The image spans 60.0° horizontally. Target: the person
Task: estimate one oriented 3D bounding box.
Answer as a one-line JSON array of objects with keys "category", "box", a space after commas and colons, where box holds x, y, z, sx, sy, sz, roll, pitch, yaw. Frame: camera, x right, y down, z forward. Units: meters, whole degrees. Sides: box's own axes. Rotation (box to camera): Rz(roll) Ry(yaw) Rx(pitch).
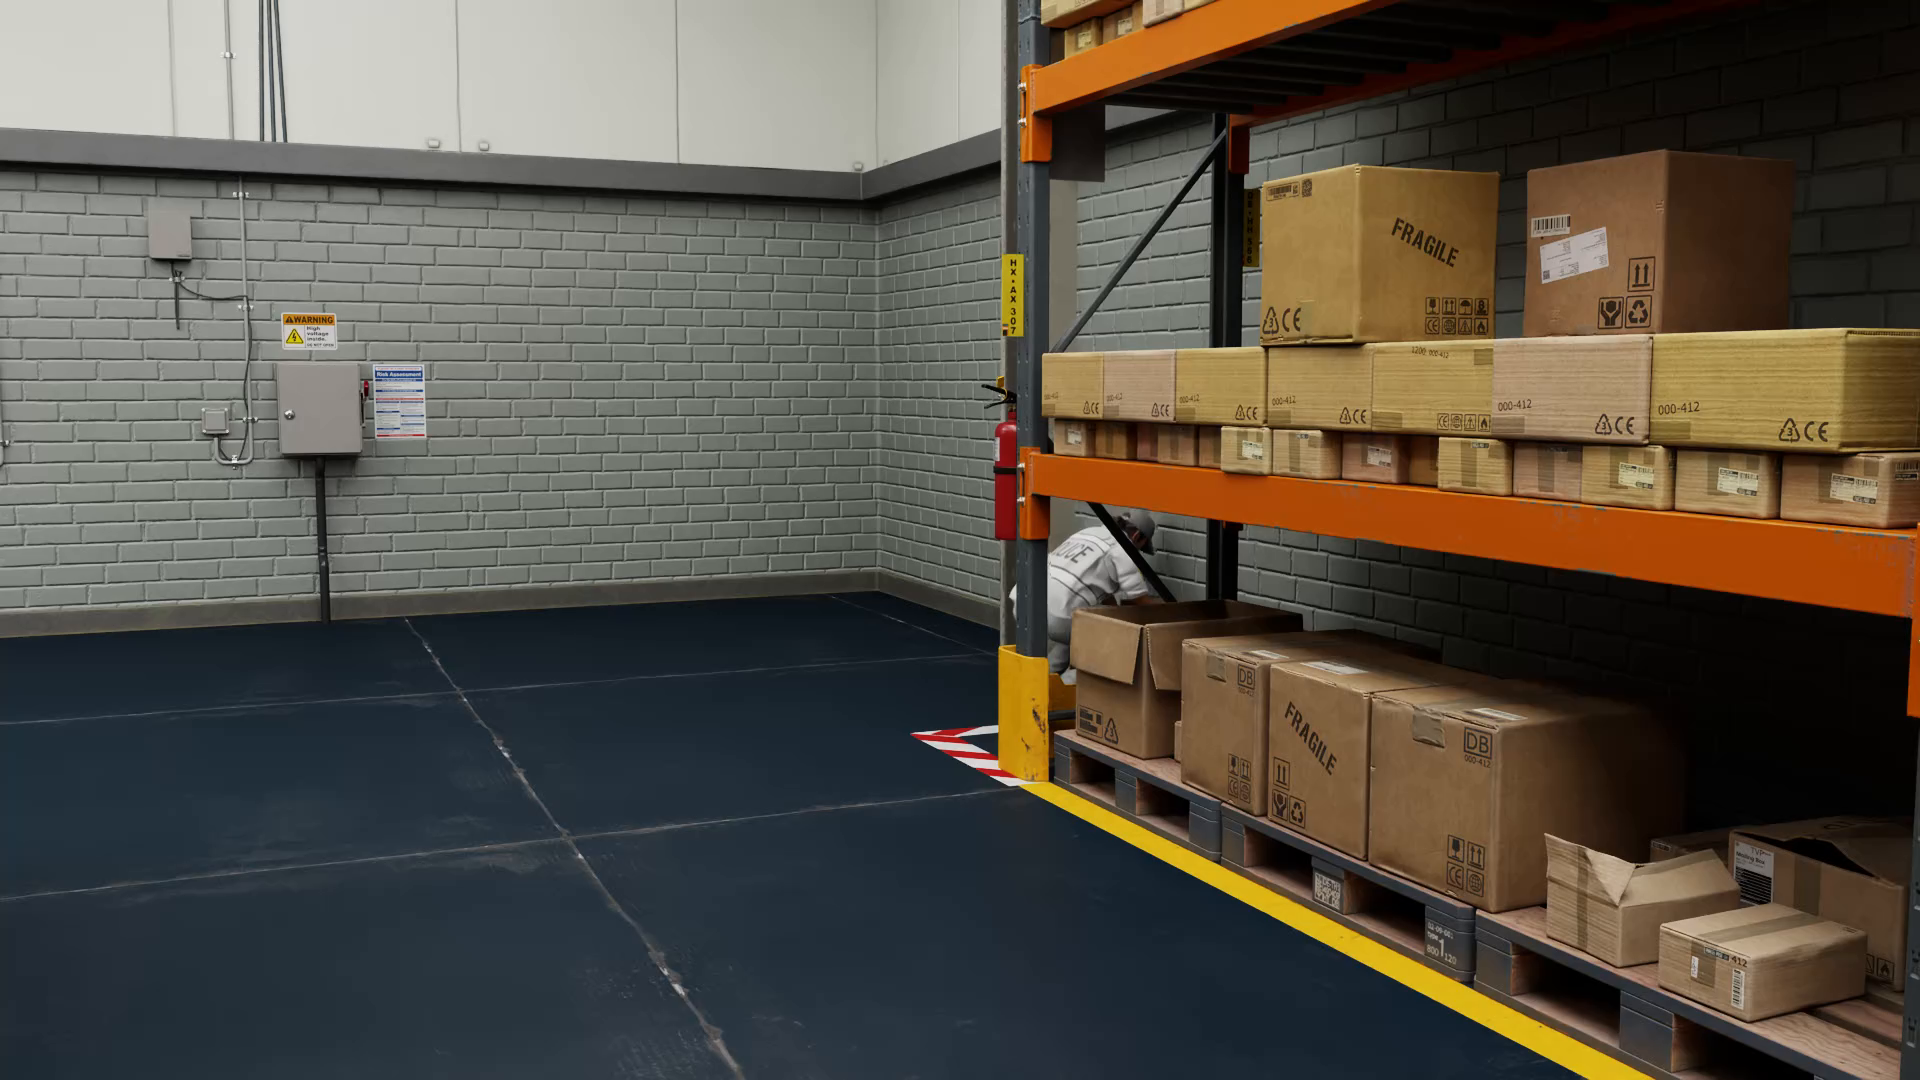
[{"category": "person", "box": [0.673, 0.322, 8.511, 0.857, 0.935, 0.525, -2, 6, -24]}]
